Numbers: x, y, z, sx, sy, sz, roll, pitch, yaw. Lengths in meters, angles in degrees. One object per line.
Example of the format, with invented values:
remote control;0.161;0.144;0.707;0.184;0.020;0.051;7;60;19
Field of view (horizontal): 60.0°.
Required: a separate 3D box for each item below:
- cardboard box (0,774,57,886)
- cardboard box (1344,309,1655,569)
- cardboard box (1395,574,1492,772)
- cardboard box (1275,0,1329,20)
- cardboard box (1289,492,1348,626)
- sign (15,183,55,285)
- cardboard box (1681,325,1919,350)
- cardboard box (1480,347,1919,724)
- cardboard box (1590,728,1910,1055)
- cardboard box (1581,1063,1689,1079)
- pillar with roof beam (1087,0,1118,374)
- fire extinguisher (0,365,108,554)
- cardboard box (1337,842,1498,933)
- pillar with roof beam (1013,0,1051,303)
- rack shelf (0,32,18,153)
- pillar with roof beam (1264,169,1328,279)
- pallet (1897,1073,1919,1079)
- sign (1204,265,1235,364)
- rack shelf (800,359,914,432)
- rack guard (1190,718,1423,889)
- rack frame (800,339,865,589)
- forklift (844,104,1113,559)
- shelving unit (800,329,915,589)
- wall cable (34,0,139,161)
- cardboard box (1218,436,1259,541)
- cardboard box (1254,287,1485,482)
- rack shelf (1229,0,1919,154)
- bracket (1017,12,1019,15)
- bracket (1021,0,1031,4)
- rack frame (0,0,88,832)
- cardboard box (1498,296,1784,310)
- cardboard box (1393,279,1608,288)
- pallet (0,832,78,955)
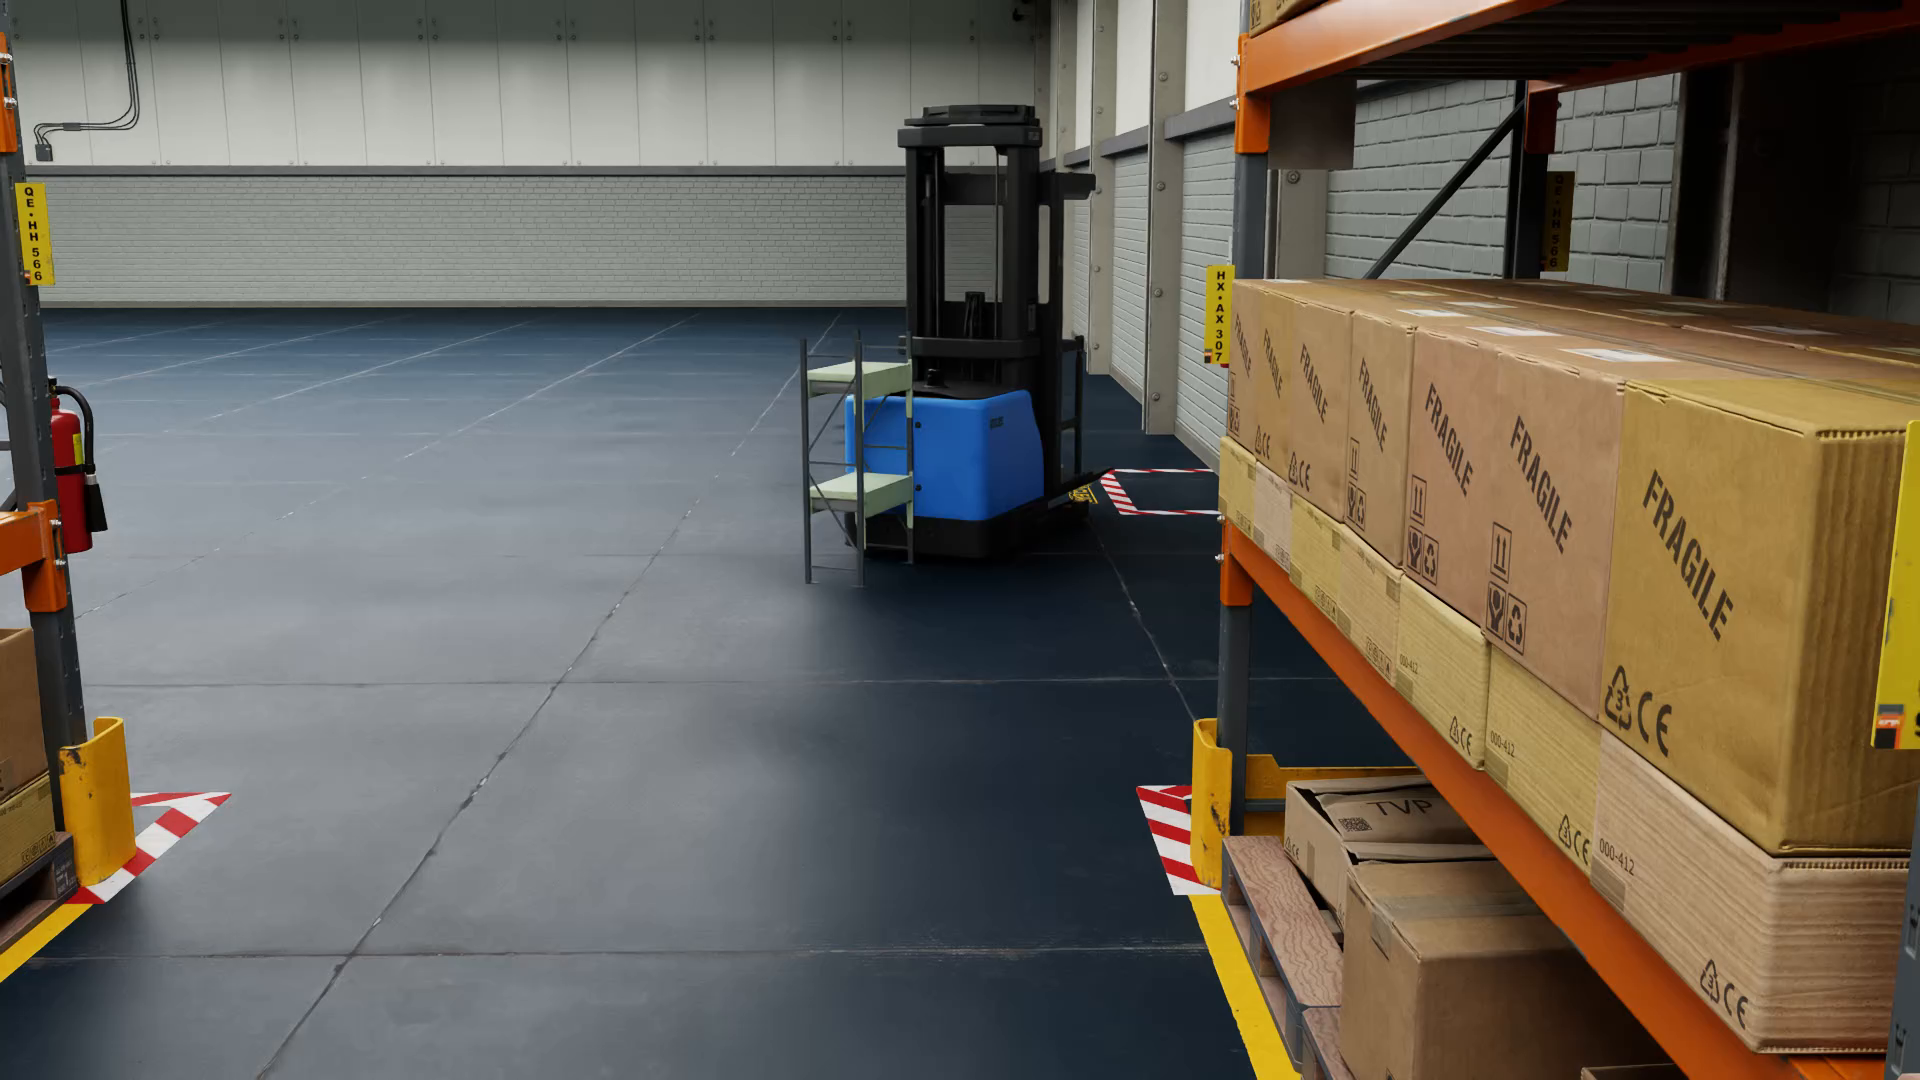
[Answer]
cardboard box;-3.237;0.940;5.242;0.500;0.250;0.500;0;11;-1
cardboard box;1.146;-0.233;3.602;0.500;0.500;0.500;0;11;1
cardboard box;1.151;0.238;3.166;0.500;0.250;0.500;0;11;-1
cardboard box;1.142;-1.683;4.464;0.500;0.500;0.500;1;11;3
cardboard box;1.132;0.038;4.154;0.500;0.250;0.500;0;11;-2
sign;-3.000;-0.990;5.389;0.100;0.325;0.005;0;11;-1
cardboard box;1.680;-0.133;3.113;0.500;0.500;0.500;0;11;0
cardboard box;1.157;-0.029;2.599;0.500;0.500;0.500;0;11;-1
cardboard box;1.179;0.437;2.185;0.500;0.250;0.500;0;11;-1
cardboard box;1.431;1.270;2.935;0.500;0.500;0.500;-1;12;-5
pillar with roof beam;-2.387;-6.693;21.919;9.100;9.000;0.400;0;11;-1
fire extinguisher;-3.081;-0.295;5.663;0.296;0.674;0.183;0;11;-1
cardboard box;1.346;1.025;4.619;0.500;0.311;0.500;1;11;4
pillar with roof beam;-2.635;-9.079;33.677;9.100;9.000;0.548;0;11;-1
rack shelf;-3.502;-1.027;3.344;1.077;0.370;4.000;0;11;-1
pillar with roof beam;-2.139;-4.308;10.161;9.100;9.000;0.400;0;11;-1
pallet;1.362;0.713;0.982;1.003;0.211;1.213;0;11;-1
sign;0.867;-0.750;5.537;0.100;0.325;0.005;0;11;-1
rack shelf;-0.629;-0.907;10.284;0.431;0.370;0.720;5;13;22
rack guard;1.411;0.912;5.808;1.175;0.500;0.348;0;11;-1
rack frame;-0.768;-0.456;10.032;0.400;1.500;0.023;5;13;22
forklift;0.301;-1.561;11.882;1.130;2.935;3.031;5;13;24
shelving unit;-0.628;-0.525;10.363;0.431;1.500;0.755;5;13;22
wall cable;-19.071;-11.261;35.878;2.305;6.003;0.169;0;11;-1
cardboard box;1.102;-0.166;5.162;0.500;0.250;0.500;-1;11;-3
cardboard box;1.119;-0.438;4.614;0.500;0.500;0.500;0;11;-1
rack shelf;1.451;-1.048;3.447;1.077;0.370;4.000;0;11;-1
bracket;1.269;-11.295;35.549;0.076;0.066;3.189;0;11;-1
bracket;1.323;-10.777;32.992;0.235;0.232;0.430;0;11;-1
rack frame;-3.543;-0.307;5.530;1.000;3.000;0.127;0;11;-1
cardboard box;1.647;-0.337;4.115;0.500;0.500;0.500;-1;11;-3
cardboard box;1.632;-0.539;5.115;0.500;0.500;0.500;0;11;-2
pallet;-3.485;1.211;5.059;1.003;0.211;1.213;0;11;-1
